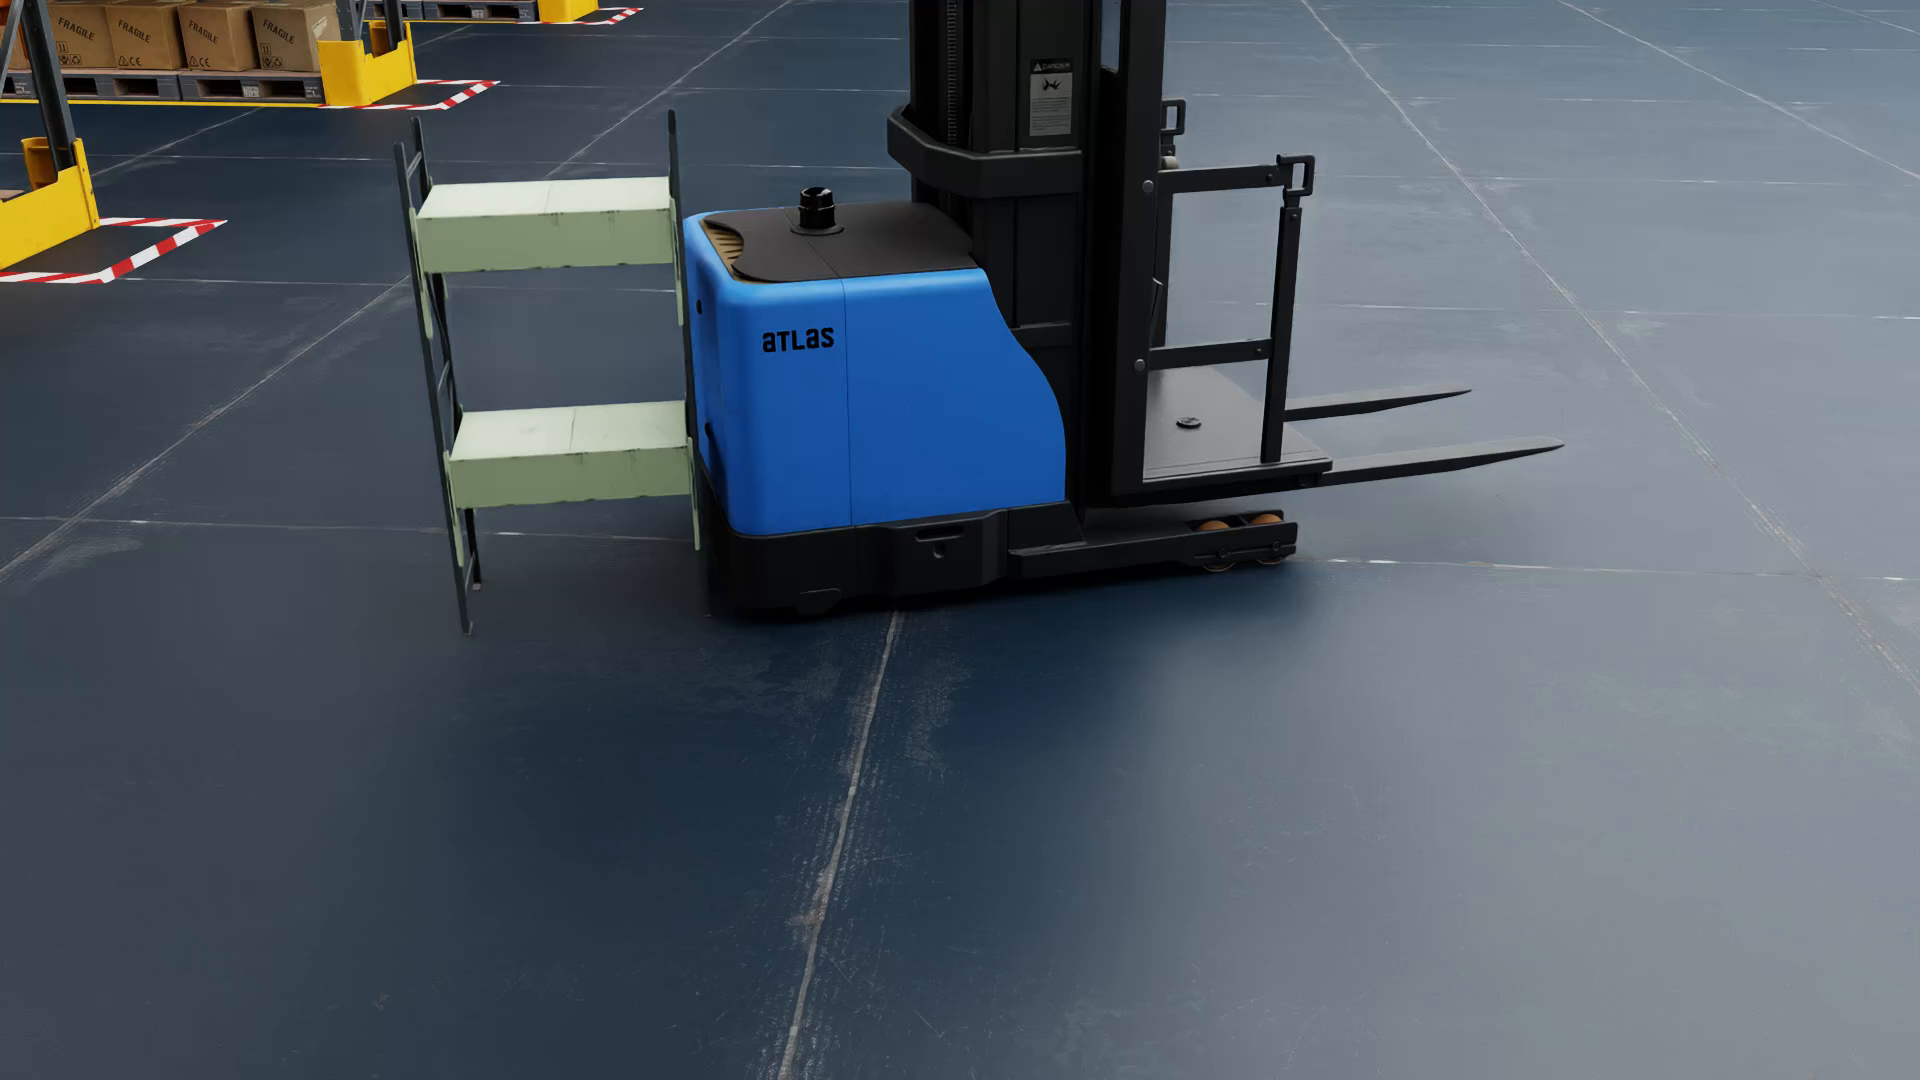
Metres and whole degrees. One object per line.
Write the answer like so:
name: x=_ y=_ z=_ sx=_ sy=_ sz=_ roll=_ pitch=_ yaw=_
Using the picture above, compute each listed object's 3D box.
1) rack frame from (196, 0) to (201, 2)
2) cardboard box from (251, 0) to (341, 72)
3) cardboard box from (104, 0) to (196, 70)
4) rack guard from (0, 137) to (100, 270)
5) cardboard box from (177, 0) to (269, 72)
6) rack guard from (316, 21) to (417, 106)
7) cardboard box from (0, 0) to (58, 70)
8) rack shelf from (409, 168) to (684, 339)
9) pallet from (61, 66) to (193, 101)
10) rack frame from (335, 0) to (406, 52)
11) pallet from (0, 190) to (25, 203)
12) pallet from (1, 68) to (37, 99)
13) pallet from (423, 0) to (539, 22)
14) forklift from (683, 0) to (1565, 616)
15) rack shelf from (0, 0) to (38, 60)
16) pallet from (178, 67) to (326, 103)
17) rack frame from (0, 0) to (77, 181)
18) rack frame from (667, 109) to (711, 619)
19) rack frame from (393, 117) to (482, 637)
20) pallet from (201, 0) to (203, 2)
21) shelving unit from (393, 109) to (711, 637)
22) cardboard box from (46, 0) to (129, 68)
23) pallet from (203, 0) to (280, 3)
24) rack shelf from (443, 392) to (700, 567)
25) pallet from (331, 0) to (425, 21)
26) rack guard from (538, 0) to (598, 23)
rack frame: x=-8.304 y=-7.260 z=17.940 sx=0.127 sy=3.000 sz=1.000 roll=2 pitch=25 yaw=4
cardboard box: x=-5.417 y=-4.151 z=13.670 sx=0.500 sy=0.500 sz=0.500 roll=6 pitch=25 yaw=14
cardboard box: x=-6.638 y=-4.183 z=13.741 sx=0.500 sy=0.500 sz=0.500 roll=4 pitch=25 yaw=9
rack guard: x=-5.254 y=-1.851 z=9.175 sx=0.348 sy=0.500 sz=1.175 roll=2 pitch=25 yaw=4
cardboard box: x=-6.016 y=-4.155 z=13.680 sx=0.500 sy=0.500 sz=0.500 roll=8 pitch=26 yaw=18
rack guard: x=-4.872 y=-3.935 z=13.704 sx=0.348 sy=0.500 sz=1.175 roll=2 pitch=25 yaw=4
cardboard box: x=-7.817 y=-4.207 z=13.792 sx=0.500 sy=0.500 sz=0.500 roll=10 pitch=27 yaw=21
rack shelf: x=-1.187 y=-0.847 z=4.862 sx=0.720 sy=0.370 sz=0.431 roll=-4 pitch=25 yaw=-9
pallet: x=-6.892 y=-3.885 z=13.940 sx=1.213 sy=0.211 sz=1.003 roll=2 pitch=25 yaw=4
rack frame: x=-4.796 y=-5.068 z=13.176 sx=0.127 sy=3.000 sz=1.000 roll=2 pitch=25 yaw=4
pallet: x=-6.064 y=-1.748 z=9.297 sx=1.213 sy=0.211 sz=1.003 roll=2 pitch=25 yaw=4
pallet: x=-8.112 y=-3.923 z=14.023 sx=1.213 sy=0.211 sz=1.003 roll=2 pitch=25 yaw=4
pallet: x=-5.119 y=-5.859 z=18.230 sx=1.213 sy=0.211 sz=1.003 roll=2 pitch=25 yaw=4
forklift: x=0.625 y=-1.430 z=5.351 sx=3.031 sy=2.935 sz=1.130 roll=-7 pitch=26 yaw=-15
rack shelf: x=-7.169 y=-2.741 z=8.980 sx=4.000 sy=0.370 sz=1.077 roll=2 pitch=25 yaw=4
pallet: x=-5.679 y=-3.845 z=13.853 sx=1.213 sy=0.211 sz=1.003 roll=2 pitch=25 yaw=4
rack frame: x=-5.175 y=-3.004 z=8.690 sx=0.127 sy=3.000 sz=1.000 roll=2 pitch=25 yaw=4
rack frame: x=-0.826 y=-0.518 z=5.080 sx=0.023 sy=1.500 sz=0.400 roll=-4 pitch=25 yaw=-9
rack frame: x=-1.548 y=-0.467 z=4.970 sx=0.023 sy=1.500 sz=0.400 roll=-4 pitch=25 yaw=-9
pallet: x=-9.079 y=-5.987 z=18.509 sx=1.213 sy=0.211 sz=1.003 roll=2 pitch=25 yaw=4
shelving unit: x=-1.187 y=-0.492 z=5.025 sx=0.755 sy=1.500 sz=0.431 roll=-4 pitch=25 yaw=-9
cardboard box: x=-7.192 y=-4.220 z=13.820 sx=0.500 sy=0.500 sz=0.500 roll=0 pitch=25 yaw=-1
pallet: x=-7.551 y=-5.937 z=18.399 sx=1.213 sy=0.211 sz=1.003 roll=2 pitch=25 yaw=4
rack shelf: x=-1.187 y=-0.196 z=5.161 sx=0.720 sy=0.370 sz=0.431 roll=-4 pitch=25 yaw=-9
pallet: x=-6.332 y=-5.899 z=18.317 sx=1.213 sy=0.211 sz=1.003 roll=2 pitch=25 yaw=4
rack guard: x=-4.291 y=-5.996 z=18.183 sx=0.348 sy=0.500 sz=1.175 roll=2 pitch=25 yaw=4
